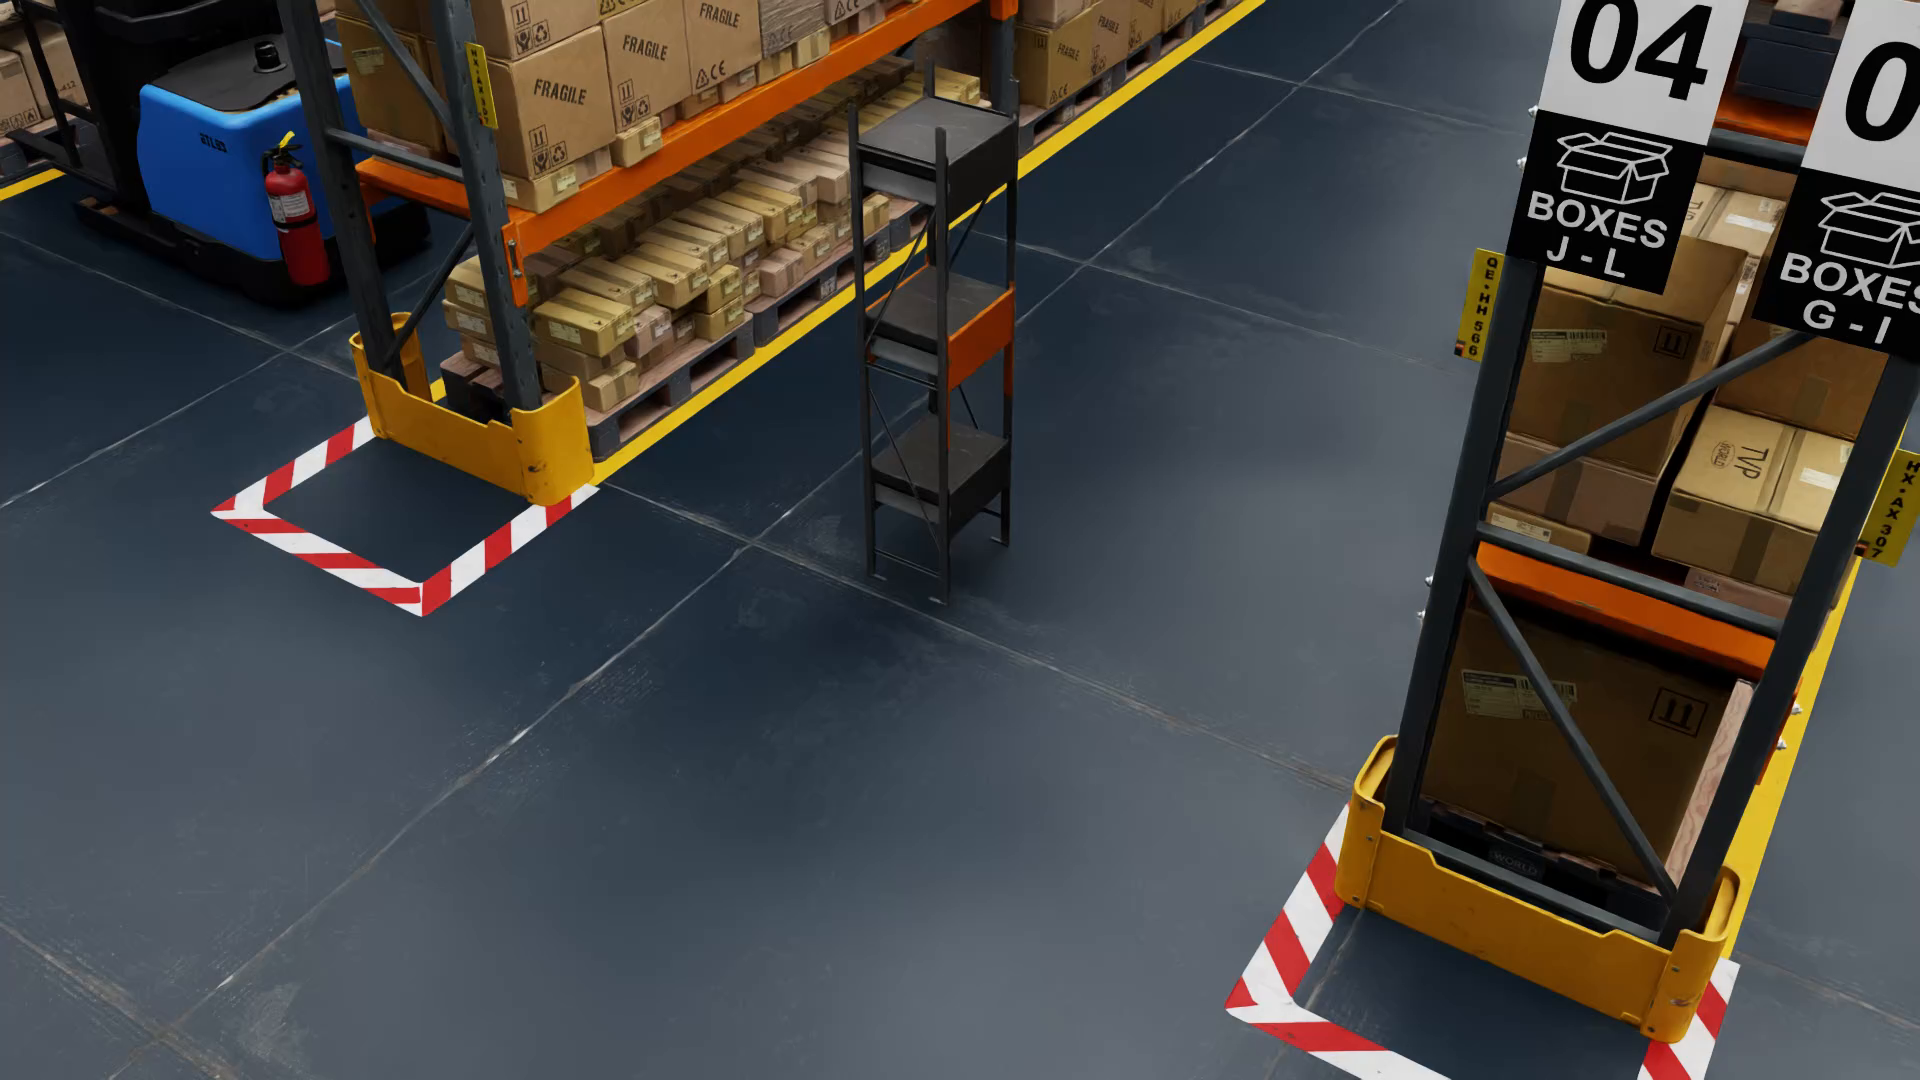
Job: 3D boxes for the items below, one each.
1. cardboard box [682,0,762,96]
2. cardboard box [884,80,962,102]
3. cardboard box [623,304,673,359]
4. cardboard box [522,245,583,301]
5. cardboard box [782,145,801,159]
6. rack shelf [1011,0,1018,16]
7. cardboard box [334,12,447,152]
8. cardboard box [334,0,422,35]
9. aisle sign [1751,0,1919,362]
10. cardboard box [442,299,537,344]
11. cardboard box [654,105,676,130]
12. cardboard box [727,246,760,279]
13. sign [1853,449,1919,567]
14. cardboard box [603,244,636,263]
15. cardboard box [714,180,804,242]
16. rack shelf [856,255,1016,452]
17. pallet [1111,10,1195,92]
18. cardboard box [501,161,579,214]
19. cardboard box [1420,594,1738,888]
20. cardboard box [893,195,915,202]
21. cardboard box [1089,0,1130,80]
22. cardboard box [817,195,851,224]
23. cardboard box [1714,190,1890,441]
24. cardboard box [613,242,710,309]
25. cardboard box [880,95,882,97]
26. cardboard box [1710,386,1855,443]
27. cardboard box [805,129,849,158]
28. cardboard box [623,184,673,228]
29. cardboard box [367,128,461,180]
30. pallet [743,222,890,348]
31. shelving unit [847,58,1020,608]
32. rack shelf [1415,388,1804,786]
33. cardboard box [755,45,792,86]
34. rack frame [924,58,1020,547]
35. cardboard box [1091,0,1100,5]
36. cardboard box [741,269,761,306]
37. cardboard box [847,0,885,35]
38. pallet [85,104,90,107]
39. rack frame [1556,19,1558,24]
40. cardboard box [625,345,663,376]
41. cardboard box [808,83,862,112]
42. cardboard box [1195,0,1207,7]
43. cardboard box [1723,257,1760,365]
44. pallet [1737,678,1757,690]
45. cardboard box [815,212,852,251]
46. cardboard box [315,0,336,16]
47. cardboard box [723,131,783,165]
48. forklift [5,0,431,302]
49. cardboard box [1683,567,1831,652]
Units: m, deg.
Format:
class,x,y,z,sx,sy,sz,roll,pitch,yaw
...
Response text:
class,x,y,z,sx,sy,sz,roll,pitch,yaw
cardboard box,-1.268,-2.393,7.572,0.500,0.500,0.500,22,43,26
cardboard box,-0.211,-2.484,9.519,0.380,0.149,0.250,22,43,26
cardboard box,-1.588,-1.026,7.871,0.380,0.149,0.250,21,42,25
cardboard box,-2.027,-1.301,7.985,0.380,0.149,0.250,22,43,26
cardboard box,-1.076,-2.127,9.300,0.380,0.149,0.250,23,43,27
rack shelf,0.935,-4.370,11.051,1.077,0.370,4.000,21,42,25
cardboard box,-2.257,-2.035,7.108,0.500,0.500,0.500,22,43,26
cardboard box,-2.245,-2.433,6.804,0.500,0.500,0.500,20,42,24
aisle sign,2.069,-0.782,3.678,0.394,0.787,0.004,21,42,25
cardboard box,-2.238,-1.083,7.945,0.380,0.149,0.250,20,42,24
cardboard box,-1.516,-1.967,7.550,0.380,0.149,0.250,23,43,27
cardboard box,-1.241,-1.446,8.416,0.380,0.149,0.250,19,42,23
sign,2.319,-0.077,4.119,0.100,0.325,0.005,21,42,25
cardboard box,-1.730,-1.456,8.429,0.380,0.149,0.250,21,42,25
cardboard box,-1.024,-1.679,8.475,0.380,0.149,0.250,22,43,26
rack shelf,-0.089,-0.735,6.507,0.431,0.518,0.480,21,42,25
pallet,0.932,-3.553,11.686,1.003,0.211,1.213,21,42,25
cardboard box,-1.830,-1.522,6.974,0.380,0.149,0.250,21,42,25
cardboard box,2.129,0.432,5.630,0.875,0.875,0.875,21,42,25
cardboard box,-0.356,-2.084,9.487,0.380,0.149,0.250,20,42,24
cardboard box,0.765,-3.368,10.865,0.500,0.500,0.500,23,43,27
cardboard box,-0.798,-1.859,8.952,0.380,0.149,0.250,19,42,23
cardboard box,2.607,-0.660,4.914,0.500,0.500,0.500,20,42,24
cardboard box,-1.423,-1.263,7.936,0.380,0.149,0.250,21,42,25
cardboard box,-0.601,-2.697,10.039,0.380,0.149,0.250,23,43,27
cardboard box,2.612,-0.375,5.159,0.500,0.250,0.500,21,42,25
cardboard box,-0.611,-2.075,8.989,0.380,0.149,0.250,19,42,23
cardboard box,-1.707,-1.746,8.562,0.380,0.149,0.250,23,43,27
cardboard box,-2.344,-1.723,7.234,0.380,0.149,0.250,21,42,25
pallet,-1.120,-1.530,9.062,1.003,0.211,1.213,21,42,25
shelving unit,-0.089,-0.746,6.498,0.431,2.100,0.503,21,42,25
rack shelf,2.925,-0.634,6.204,1.077,0.370,4.000,21,42,25
cardboard box,-1.037,-2.343,8.038,0.380,0.149,0.250,23,43,27
rack frame,0.042,-0.872,6.661,0.400,2.100,0.015,21,42,25
cardboard box,0.765,-3.667,10.640,0.500,0.250,0.500,22,43,26
cardboard box,-1.245,-1.315,8.490,0.380,0.149,0.250,21,42,25
cardboard box,-0.611,-2.739,8.553,0.380,0.149,0.250,19,42,23
pallet,-5.497,-3.089,11.084,1.003,0.211,1.213,21,42,25
rack frame,1.854,-2.263,2.816,1.000,3.000,0.127,21,42,25
cardboard box,-1.658,-0.926,7.986,0.380,0.149,0.250,21,42,25
cardboard box,-0.788,-2.518,9.563,0.380,0.149,0.250,21,42,25
cardboard box,1.593,-4.171,11.908,0.500,0.500,0.500,23,43,27
cardboard box,2.434,-0.806,5.718,0.500,0.250,0.500,20,42,24
pallet,2.871,0.153,6.879,1.003,0.211,1.213,21,42,25
cardboard box,-0.810,-1.702,8.992,0.380,0.149,0.250,22,43,26
cardboard box,-4.798,-4.054,11.807,0.875,0.438,0.875,21,42,24
cardboard box,-1.190,-2.104,9.026,0.380,0.149,0.250,19,42,23
forklift,-4.480,-3.132,8.913,3.031,2.935,1.130,24,44,28
cardboard box,2.323,0.137,4.821,0.380,0.149,0.250,22,43,26
